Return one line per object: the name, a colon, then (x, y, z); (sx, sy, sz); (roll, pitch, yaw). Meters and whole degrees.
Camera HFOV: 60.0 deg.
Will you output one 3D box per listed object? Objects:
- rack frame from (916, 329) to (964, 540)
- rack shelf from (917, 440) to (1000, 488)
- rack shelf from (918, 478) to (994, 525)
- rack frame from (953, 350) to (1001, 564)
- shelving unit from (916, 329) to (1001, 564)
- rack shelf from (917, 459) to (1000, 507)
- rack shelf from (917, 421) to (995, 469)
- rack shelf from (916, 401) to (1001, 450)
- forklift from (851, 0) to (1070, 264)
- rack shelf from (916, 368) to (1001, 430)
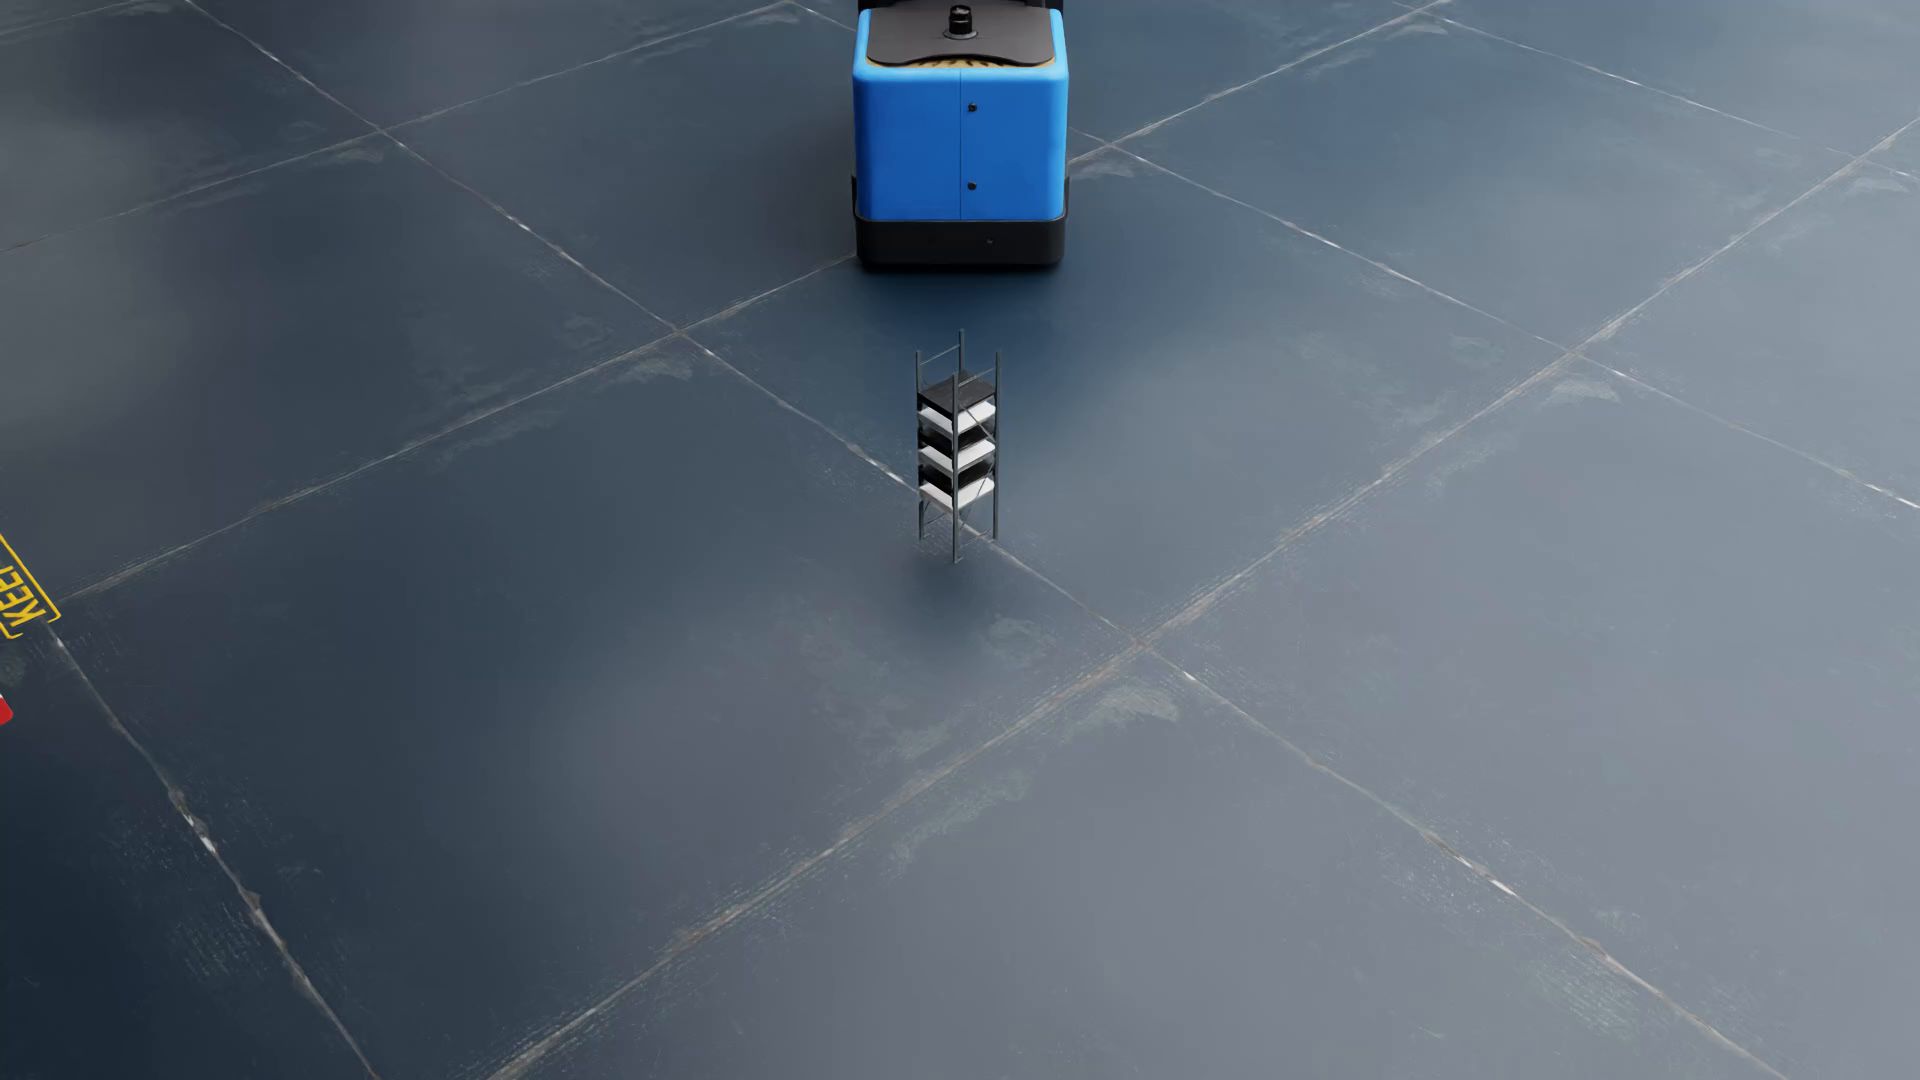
rack frame: (-0.074, -0.401, 6.530); (0.240, 0.900, 0.006); (-30, 48, -32)
rack shelf: (-0.005, -0.328, 6.493); (0.258, 0.077, 0.200); (-30, 48, -32)
rack shelf: (-0.005, -0.188, 6.606); (0.258, 0.077, 0.200); (-30, 48, -32)
rack frame: (0.063, -0.307, 6.414); (0.240, 0.900, 0.006); (-30, 48, -32)
shelving unit: (-0.005, -0.354, 6.472); (0.258, 0.900, 0.210); (-30, 48, -32)
rack shelf: (-0.005, -0.258, 6.549); (0.258, 0.077, 0.200); (-30, 48, -32)
rack shelf: (-0.005, -0.398, 6.436); (0.258, 0.077, 0.200); (-30, 48, -32)
rack shelf: (-0.005, -0.468, 6.380); (0.258, 0.077, 0.200); (-30, 48, -32)
forklift: (0.004, -3.421, 8.653); (1.130, 2.935, 3.031); (0, 39, 0)
rack shelf: (-0.005, -0.538, 6.323); (0.258, 0.077, 0.200); (-30, 48, -32)
